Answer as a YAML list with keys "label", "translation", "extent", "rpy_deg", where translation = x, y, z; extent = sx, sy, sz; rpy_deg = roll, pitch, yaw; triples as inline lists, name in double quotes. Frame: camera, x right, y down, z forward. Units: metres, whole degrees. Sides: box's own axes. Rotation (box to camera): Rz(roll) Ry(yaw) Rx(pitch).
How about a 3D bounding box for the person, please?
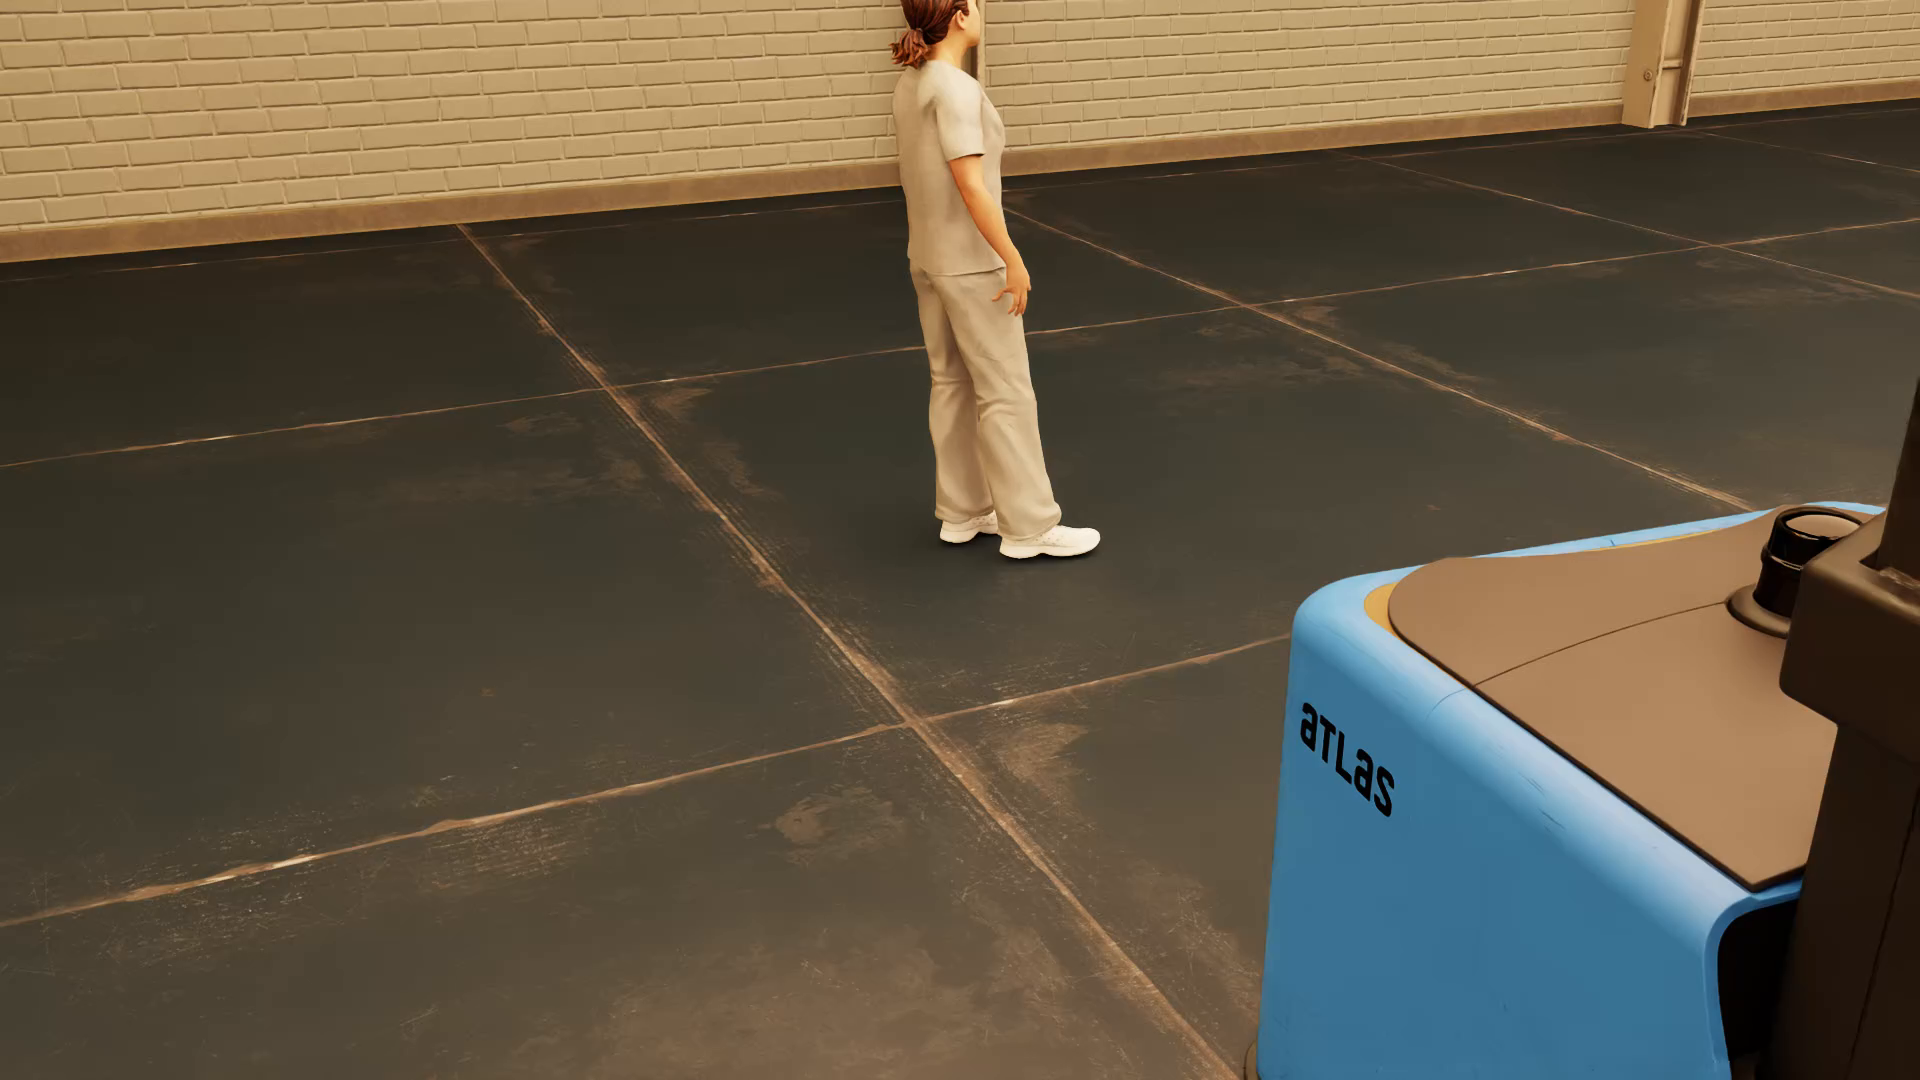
- label: "person"
  translation: [0.080, -0.784, 4.805]
  extent: [0.532, 1.663, 0.549]
  rpy_deg: [-10, 25, -23]

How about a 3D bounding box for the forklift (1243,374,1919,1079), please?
- label: "forklift"
  translation: [1.398, 0.161, 0.899]
  extent: [1.130, 2.935, 3.031]
  rpy_deg: [-8, 24, -18]
